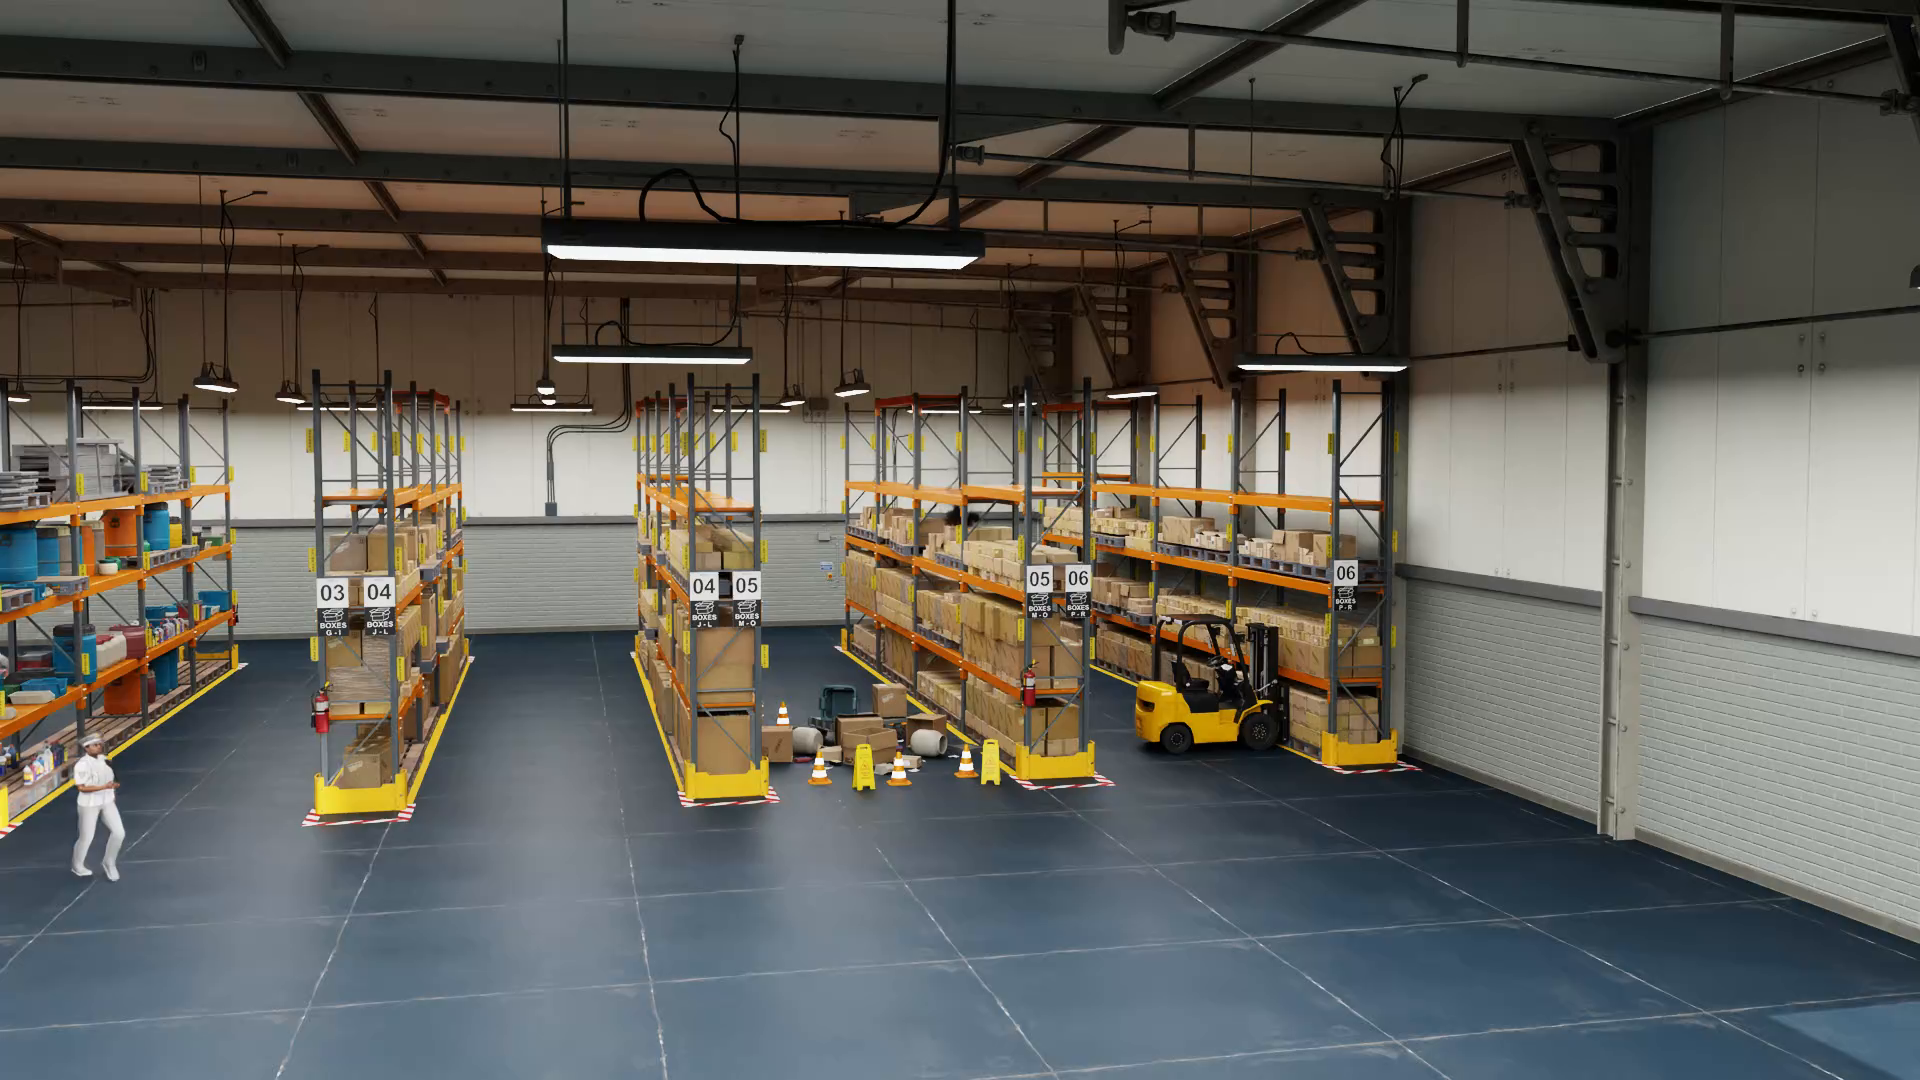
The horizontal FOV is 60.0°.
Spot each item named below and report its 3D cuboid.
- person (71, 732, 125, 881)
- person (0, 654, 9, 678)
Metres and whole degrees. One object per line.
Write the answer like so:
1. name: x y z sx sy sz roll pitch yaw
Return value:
1. person: -9.885 3.062 19.054 0.726 1.742 0.541 2 4 25
2. person: -16.377 2.502 27.944 0.644 1.745 0.615 0 3 -8
